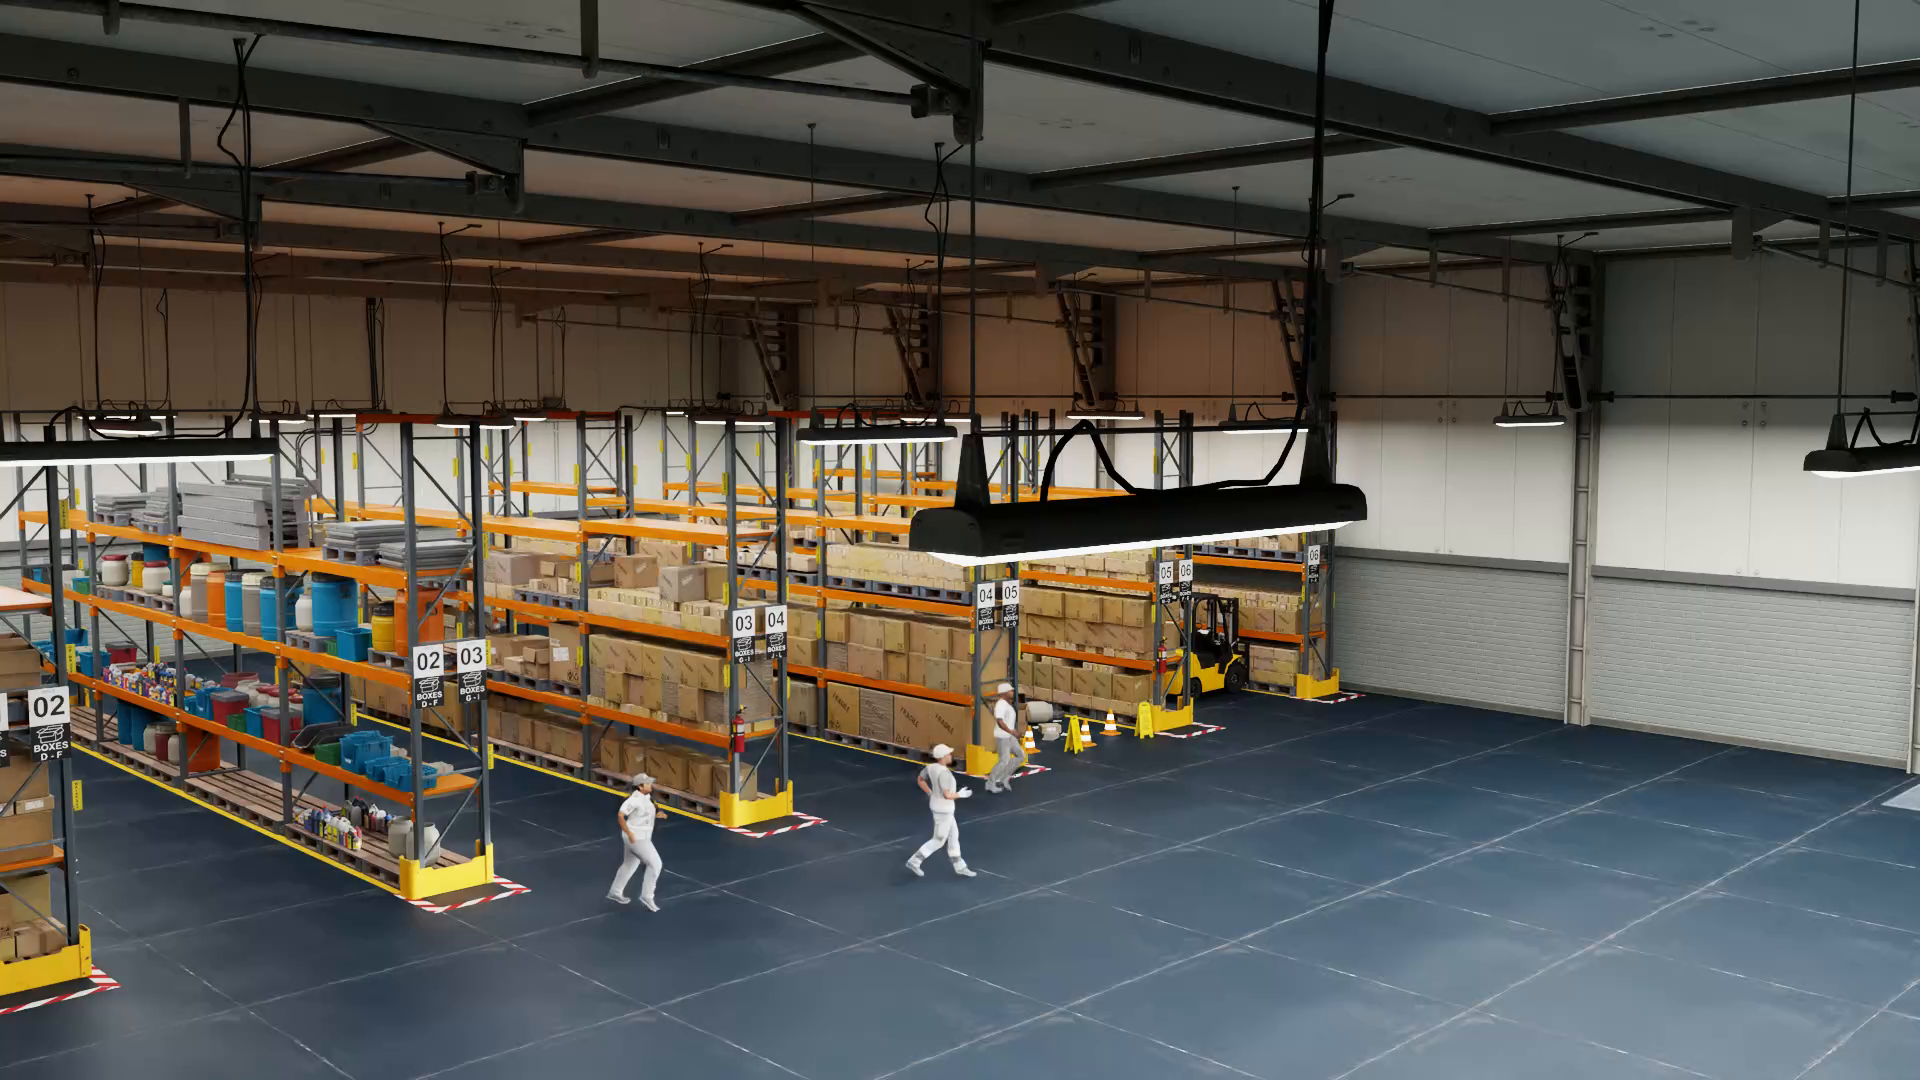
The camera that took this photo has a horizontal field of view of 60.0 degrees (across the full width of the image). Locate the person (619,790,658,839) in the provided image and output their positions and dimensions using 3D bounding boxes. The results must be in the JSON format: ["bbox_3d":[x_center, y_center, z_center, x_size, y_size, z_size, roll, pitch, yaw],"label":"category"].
[{"bbox_3d":[-3.966,3.373,20.529,0.457,0.592,0.564,-1,5,-10],"label":"person"}]

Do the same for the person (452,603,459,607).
[{"bbox_3d":[-11.558,1.871,37.950,0.590,0.849,0.411,-3,6,-31],"label":"person"}]

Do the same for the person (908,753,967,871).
[{"bbox_3d":[-0.290,3.563,21.620,0.815,1.583,0.653,-1,5,-15],"label":"person"}]

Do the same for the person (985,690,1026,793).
[{"bbox_3d":[0.745,3.175,26.683,0.618,1.684,0.766,1,5,13],"label":"person"}]

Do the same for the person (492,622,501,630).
[{"bbox_3d":[-9.409,2.087,33.891,0.399,0.828,0.334,-5,7,-45],"label":"person"}]
